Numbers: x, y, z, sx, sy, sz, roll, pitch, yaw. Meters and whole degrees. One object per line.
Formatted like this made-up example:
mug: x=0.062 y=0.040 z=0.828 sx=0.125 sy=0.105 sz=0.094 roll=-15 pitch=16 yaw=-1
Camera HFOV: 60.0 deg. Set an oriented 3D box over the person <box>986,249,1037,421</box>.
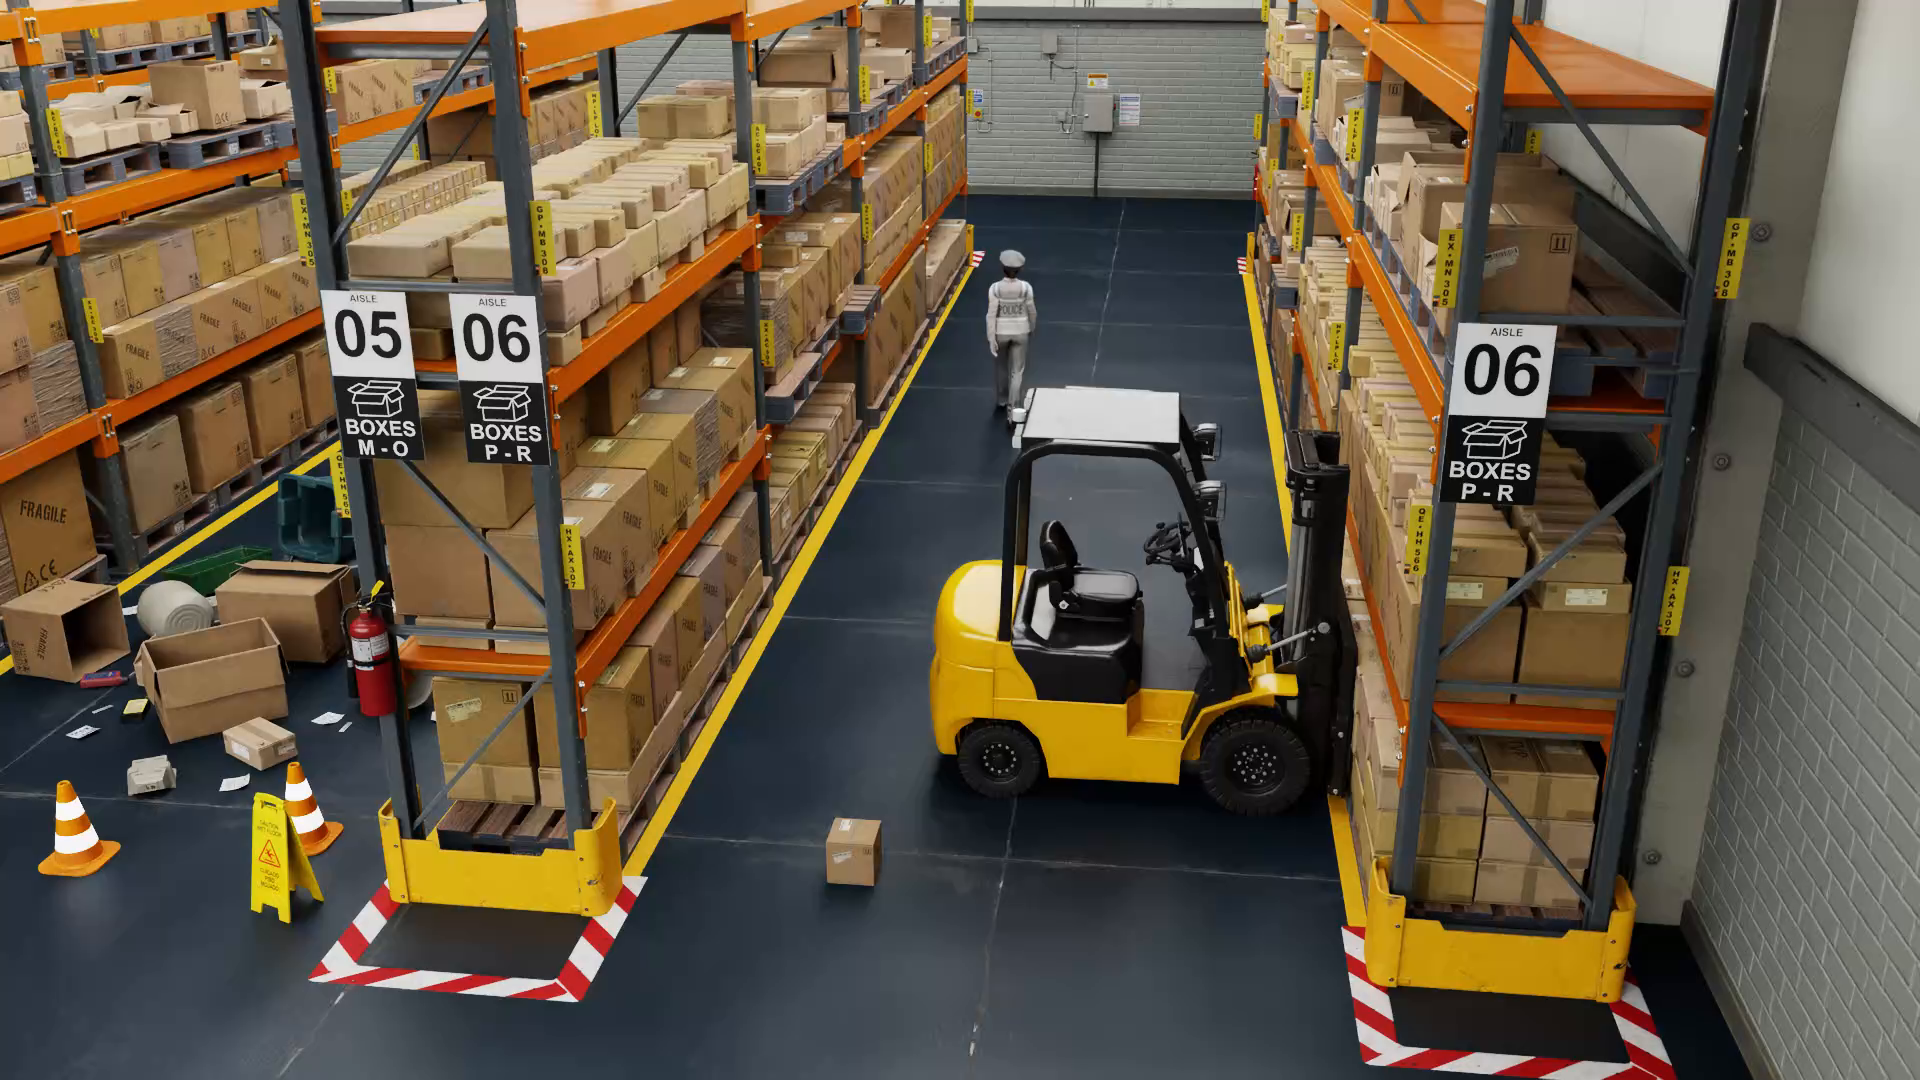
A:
person: x=0.507 y=-2.027 z=16.226 sx=0.477 sy=1.636 sz=0.993 roll=3 pitch=21 yaw=7
